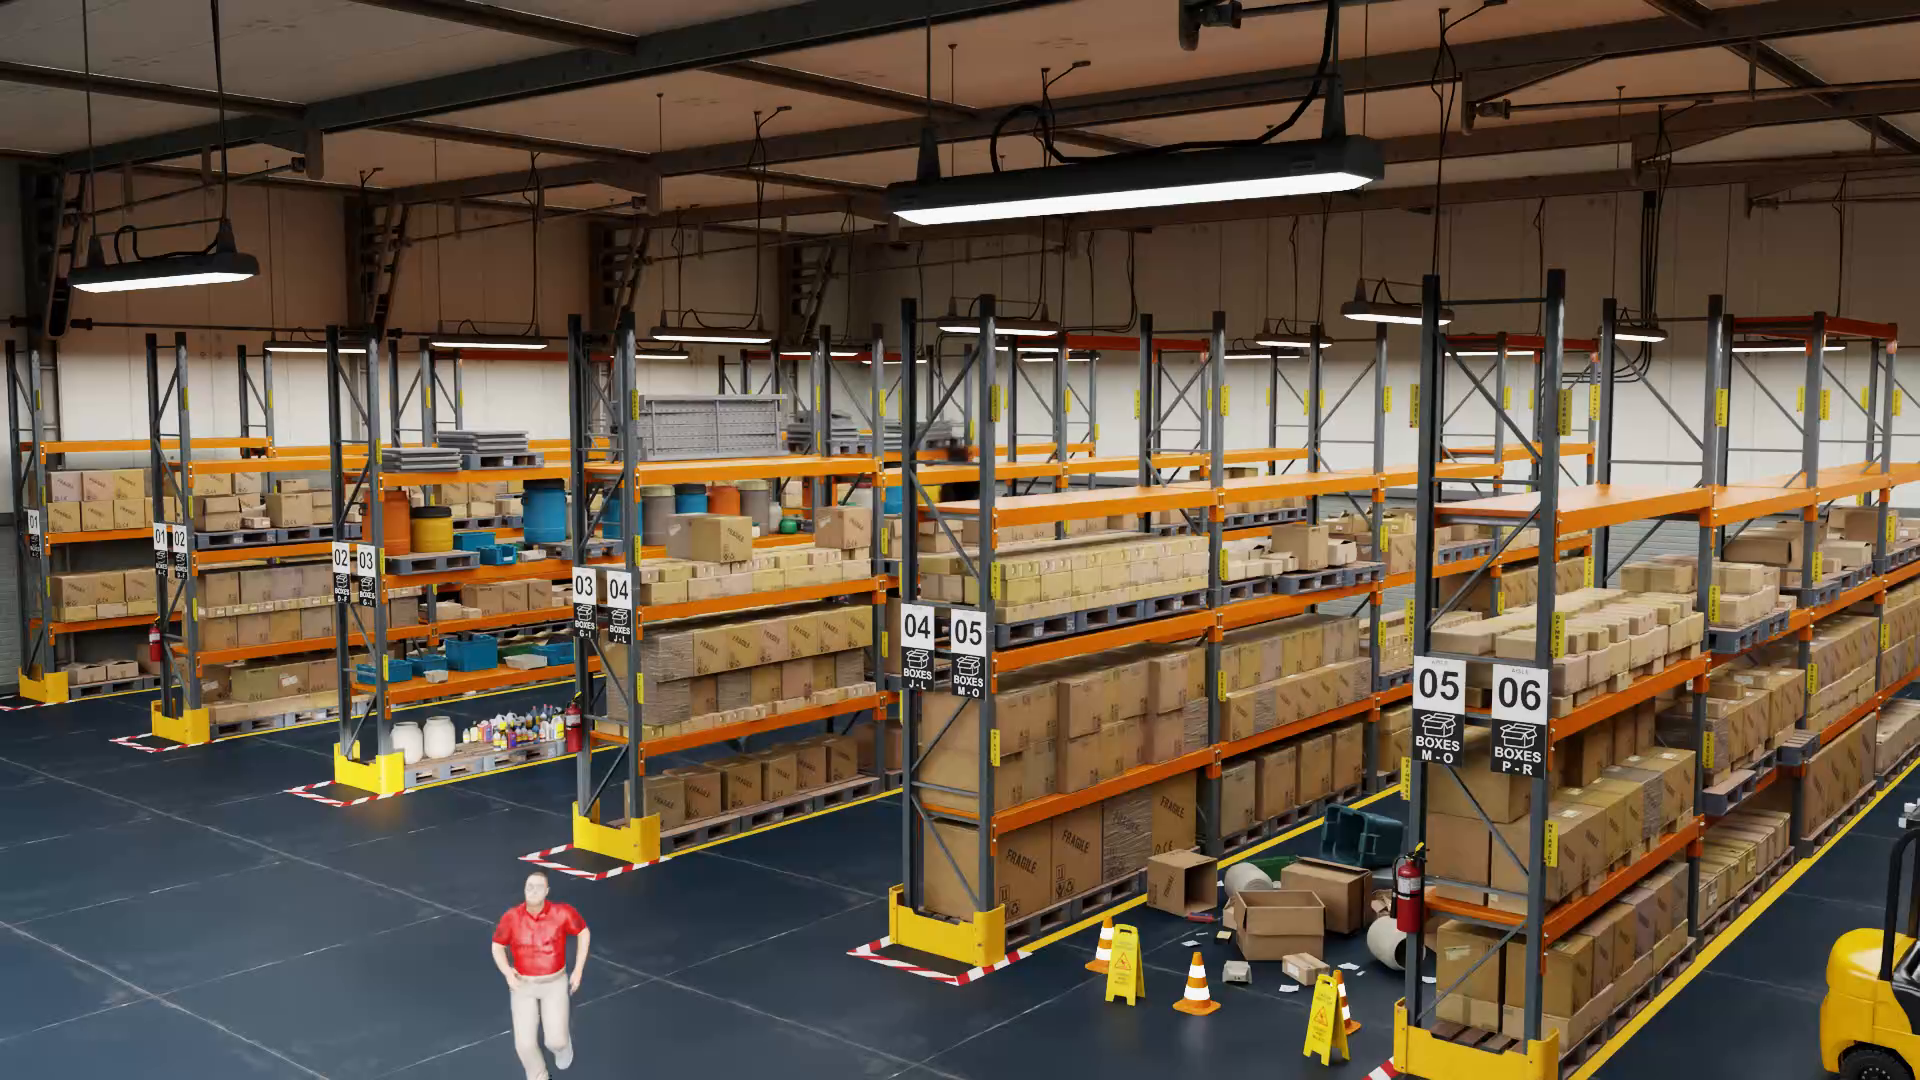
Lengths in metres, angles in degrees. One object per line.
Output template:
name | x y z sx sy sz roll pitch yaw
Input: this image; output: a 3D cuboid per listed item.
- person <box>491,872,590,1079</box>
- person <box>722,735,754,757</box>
person | -3.059 3.249 12.120 0.697 1.693 0.627 -1 5 -7
person | -2.960 2.291 22.309 0.690 1.721 0.597 3 6 30
